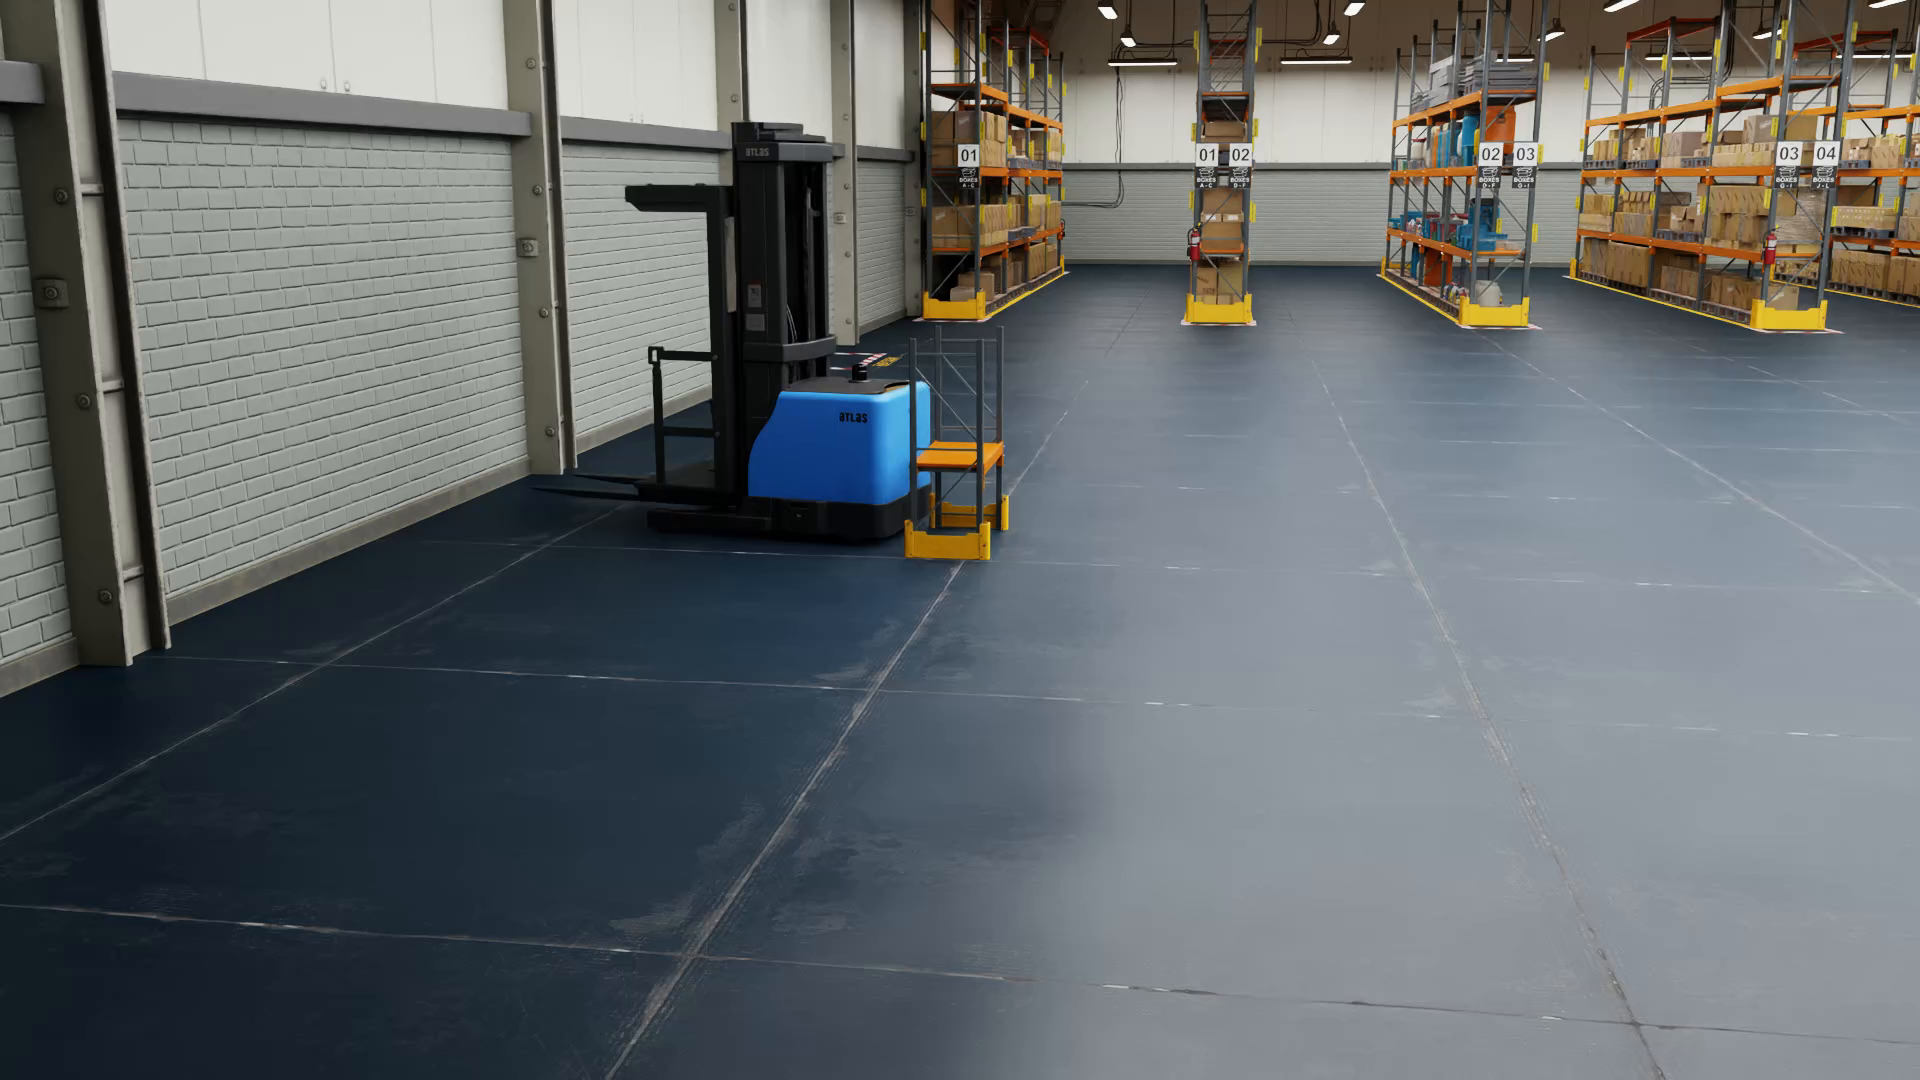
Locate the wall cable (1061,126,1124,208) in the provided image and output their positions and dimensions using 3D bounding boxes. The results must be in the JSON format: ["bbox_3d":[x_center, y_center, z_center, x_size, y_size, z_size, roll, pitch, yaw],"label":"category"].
[{"bbox_3d":[3.557,-11.572,51.700,3.097,2.526,0.112,2,12,9],"label":"wall cable"}]

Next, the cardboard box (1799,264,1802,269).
[{"bbox_3d":[21.426,-6.910,41.999,0.380,0.149,0.250,3,12,12],"label":"cardboard box"}]

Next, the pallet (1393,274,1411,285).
[{"bbox_3d":[11.583,-6.629,42.252,1.003,0.211,1.213,2,12,9],"label":"pallet"}]

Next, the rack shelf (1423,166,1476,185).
[{"bbox_3d":[10.586,-7.703,35.206,1.077,0.370,4.000,2,12,9],"label":"rack shelf"}]

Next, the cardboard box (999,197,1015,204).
[{"bbox_3d":[1.081,-7.834,38.405,0.380,0.149,0.250,0,12,1],"label":"cardboard box"}]

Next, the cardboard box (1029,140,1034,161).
[{"bbox_3d":[1.454,-9.591,40.978,0.700,0.500,0.500,2,12,8],"label":"cardboard box"}]

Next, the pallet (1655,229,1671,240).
[{"bbox_3d":[15.783,-6.599,35.949,1.213,0.211,1.003,2,12,9],"label":"pallet"}]

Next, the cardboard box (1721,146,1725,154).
[{"bbox_3d":[14.844,-7.485,31.893,0.380,0.149,0.250,1,12,6],"label":"cardboard box"}]

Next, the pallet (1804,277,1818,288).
[{"bbox_3d":[21.356,-6.273,40.602,1.003,0.211,1.213,2,12,9],"label":"pallet"}]

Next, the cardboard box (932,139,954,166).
[{"bbox_3d":[-0.312,-7.281,31.253,0.500,0.500,0.500,3,12,13],"label":"cardboard box"}]

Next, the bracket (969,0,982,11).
[{"bbox_3d":[0.336,-11.678,36.277,0.235,0.232,0.430,2,12,9],"label":"bracket"}]

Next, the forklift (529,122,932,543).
[{"bbox_3d":[-1.784,-1.579,12.364,3.031,2.935,1.130,4,13,19],"label":"forklift"}]

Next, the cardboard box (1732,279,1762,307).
[{"bbox_3d":[14.973,-4.662,31.443,0.500,0.500,0.500,1,12,4],"label":"cardboard box"}]

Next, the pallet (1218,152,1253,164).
[{"bbox_3d":[4.903,-7.071,30.772,1.003,0.211,1.213,2,12,9],"label":"pallet"}]

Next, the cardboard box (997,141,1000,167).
[{"bbox_3d":[0.517,-7.684,33.123,0.500,0.500,0.500,1,12,6],"label":"cardboard box"}]

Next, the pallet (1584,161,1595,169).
[{"bbox_3d":[16.914,-9.778,43.336,1.003,0.211,1.213,2,12,9],"label":"pallet"}]

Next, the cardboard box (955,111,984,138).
[{"bbox_3d":[0.173,-7.747,31.042,0.500,0.500,0.500,1,12,5],"label":"cardboard box"}]

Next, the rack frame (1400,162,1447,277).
[{"bbox_3d":[11.508,-7.838,41.242,1.000,3.000,0.127,2,12,9],"label":"rack frame"}]

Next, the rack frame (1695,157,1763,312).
[{"bbox_3d":[15.172,-6.012,32.770,1.000,3.000,0.127,2,12,9],"label":"rack frame"}]

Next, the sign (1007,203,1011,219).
[{"bbox_3d":[1.026,-6.901,34.839,0.100,0.325,0.005,2,12,9],"label":"sign"}]

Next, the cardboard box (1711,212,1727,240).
[{"bbox_3d":[14.930,-6.012,31.825,0.875,0.500,0.500,2,12,9],"label":"cardboard box"}]

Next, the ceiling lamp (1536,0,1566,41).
[{"bbox_3d":[14.146,-13.360,38.768,0.800,3.185,2.000,2,12,9],"label":"ceiling lamp"}]

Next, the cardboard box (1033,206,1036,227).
[{"bbox_3d":[1.521,-7.732,39.759,0.500,0.500,0.500,2,12,11],"label":"cardboard box"}]

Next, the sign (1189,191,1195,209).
[{"bbox_3d":[4.235,-6.203,30.347,0.100,0.325,0.005,2,12,9],"label":"sign"}]

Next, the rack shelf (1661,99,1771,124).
[{"bbox_3d":[15.480,-8.814,34.188,1.077,0.370,4.000,2,12,9],"label":"rack shelf"}]

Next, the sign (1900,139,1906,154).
[{"bbox_3d":[20.137,-8.400,35.503,0.100,0.325,0.005,2,12,9],"label":"sign"}]

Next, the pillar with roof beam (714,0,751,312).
[{"bbox_3d":[1.535,-6.130,19.076,9.100,9.000,0.400,2,12,9],"label":"pillar with roof beam"}]

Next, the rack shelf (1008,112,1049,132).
[{"bbox_3d":[1.412,-10.128,40.286,1.077,0.370,4.000,2,12,9],"label":"rack shelf"}]

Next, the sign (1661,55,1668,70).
[{"bbox_3d":[15.238,-10.329,35.966,0.100,0.325,0.005,2,12,9],"label":"sign"}]

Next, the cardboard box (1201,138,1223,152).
[{"bbox_3d":[4.686,-7.416,31.192,0.500,0.250,0.500,2,12,9],"label":"cardboard box"}]

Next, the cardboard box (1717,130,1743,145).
[{"bbox_3d":[15.342,-7.829,32.838,0.797,0.503,0.637,1,12,6],"label":"cardboard box"}]

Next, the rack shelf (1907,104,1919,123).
[{"bbox_3d":[20.365,-8.632,33.344,1.077,0.370,4.000,2,12,9],"label":"rack shelf"}]

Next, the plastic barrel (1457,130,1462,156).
[{"bbox_3d":[10.018,-7.815,32.756,0.421,0.512,0.421,0,12,0],"label":"plastic barrel"}]

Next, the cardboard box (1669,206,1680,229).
[{"bbox_3d":[15.744,-6.985,36.051,0.500,0.500,0.500,0,12,2],"label":"cardboard box"}]

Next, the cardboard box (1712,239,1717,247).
[{"bbox_3d":[14.779,-5.750,32.149,0.380,0.149,0.250,2,12,9],"label":"cardboard box"}]

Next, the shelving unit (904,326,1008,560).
[{"bbox_3d":[-0.012,-0.717,11.762,0.587,1.500,1.083,2,12,9],"label":"shelving unit"}]

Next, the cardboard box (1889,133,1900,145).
[{"bbox_3d":[20.542,-8.752,36.311,0.396,0.266,0.258,2,12,9],"label":"cardboard box"}]

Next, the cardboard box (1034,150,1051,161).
[{"bbox_3d":[2.086,-9.941,43.004,0.500,0.250,0.500,2,12,8],"label":"cardboard box"}]

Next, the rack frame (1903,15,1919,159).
[{"bbox_3d":[20.673,-9.596,35.158,1.000,3.000,0.127,2,12,9],"label":"rack frame"}]

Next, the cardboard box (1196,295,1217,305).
[{"bbox_3d":[4.560,-4.483,31.207,0.500,0.250,0.500,2,12,9],"label":"cardboard box"}]

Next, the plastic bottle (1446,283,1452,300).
[{"bbox_3d":[9.744,-4.938,33.030,0.144,0.351,0.185,2,12,10],"label":"plastic bottle"}]

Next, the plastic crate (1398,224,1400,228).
[{"bbox_3d":[11.415,-7.974,42.386,0.437,0.125,0.590,2,12,9],"label":"plastic crate"}]

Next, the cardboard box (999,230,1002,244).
[{"bbox_3d":[0.569,-6.113,33.547,0.500,0.250,0.500,2,12,8],"label":"cardboard box"}]

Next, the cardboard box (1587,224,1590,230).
[{"bbox_3d":[16.481,-8.110,43.101,0.380,0.149,0.250,2,12,8],"label":"cardboard box"}]

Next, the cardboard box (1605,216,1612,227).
[{"bbox_3d":[16.211,-7.850,40.948,0.500,0.250,0.500,2,12,8],"label":"cardboard box"}]

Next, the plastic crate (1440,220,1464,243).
[{"bbox_3d":[10.050,-6.314,34.022,0.402,0.464,0.583,2,12,9],"label":"plastic crate"}]

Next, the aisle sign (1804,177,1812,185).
[{"bbox_3d":[22.211,-9.605,43.269,0.394,0.787,0.004,2,12,9],"label":"aisle sign"}]

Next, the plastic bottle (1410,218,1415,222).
[{"bbox_3d":[11.128,-7.743,40.917,0.144,0.351,0.185,2,12,9],"label":"plastic bottle"}]

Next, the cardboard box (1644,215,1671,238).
[{"bbox_3d":[15.618,-7.004,37.137,0.500,0.500,0.500,2,12,10],"label":"cardboard box"}]

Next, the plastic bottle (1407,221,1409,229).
[{"bbox_3d":[11.010,-7.690,40.835,0.061,0.283,0.133,2,12,9],"label":"plastic bottle"}]

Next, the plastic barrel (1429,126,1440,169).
[{"bbox_3d":[10.553,-8.553,36.249,0.600,0.901,0.600,0,12,0],"label":"plastic barrel"}]

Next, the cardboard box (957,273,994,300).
[{"bbox_3d":[0.319,-5.065,33.264,0.700,0.500,0.500,1,12,5],"label":"cardboard box"}]

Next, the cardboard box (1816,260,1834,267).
[{"bbox_3d":[21.086,-6.735,40.483,0.380,0.149,0.250,2,12,9],"label":"cardboard box"}]

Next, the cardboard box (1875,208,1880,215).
[{"bbox_3d":[20.336,-7.205,36.494,0.380,0.149,0.250,2,12,8],"label":"cardboard box"}]
